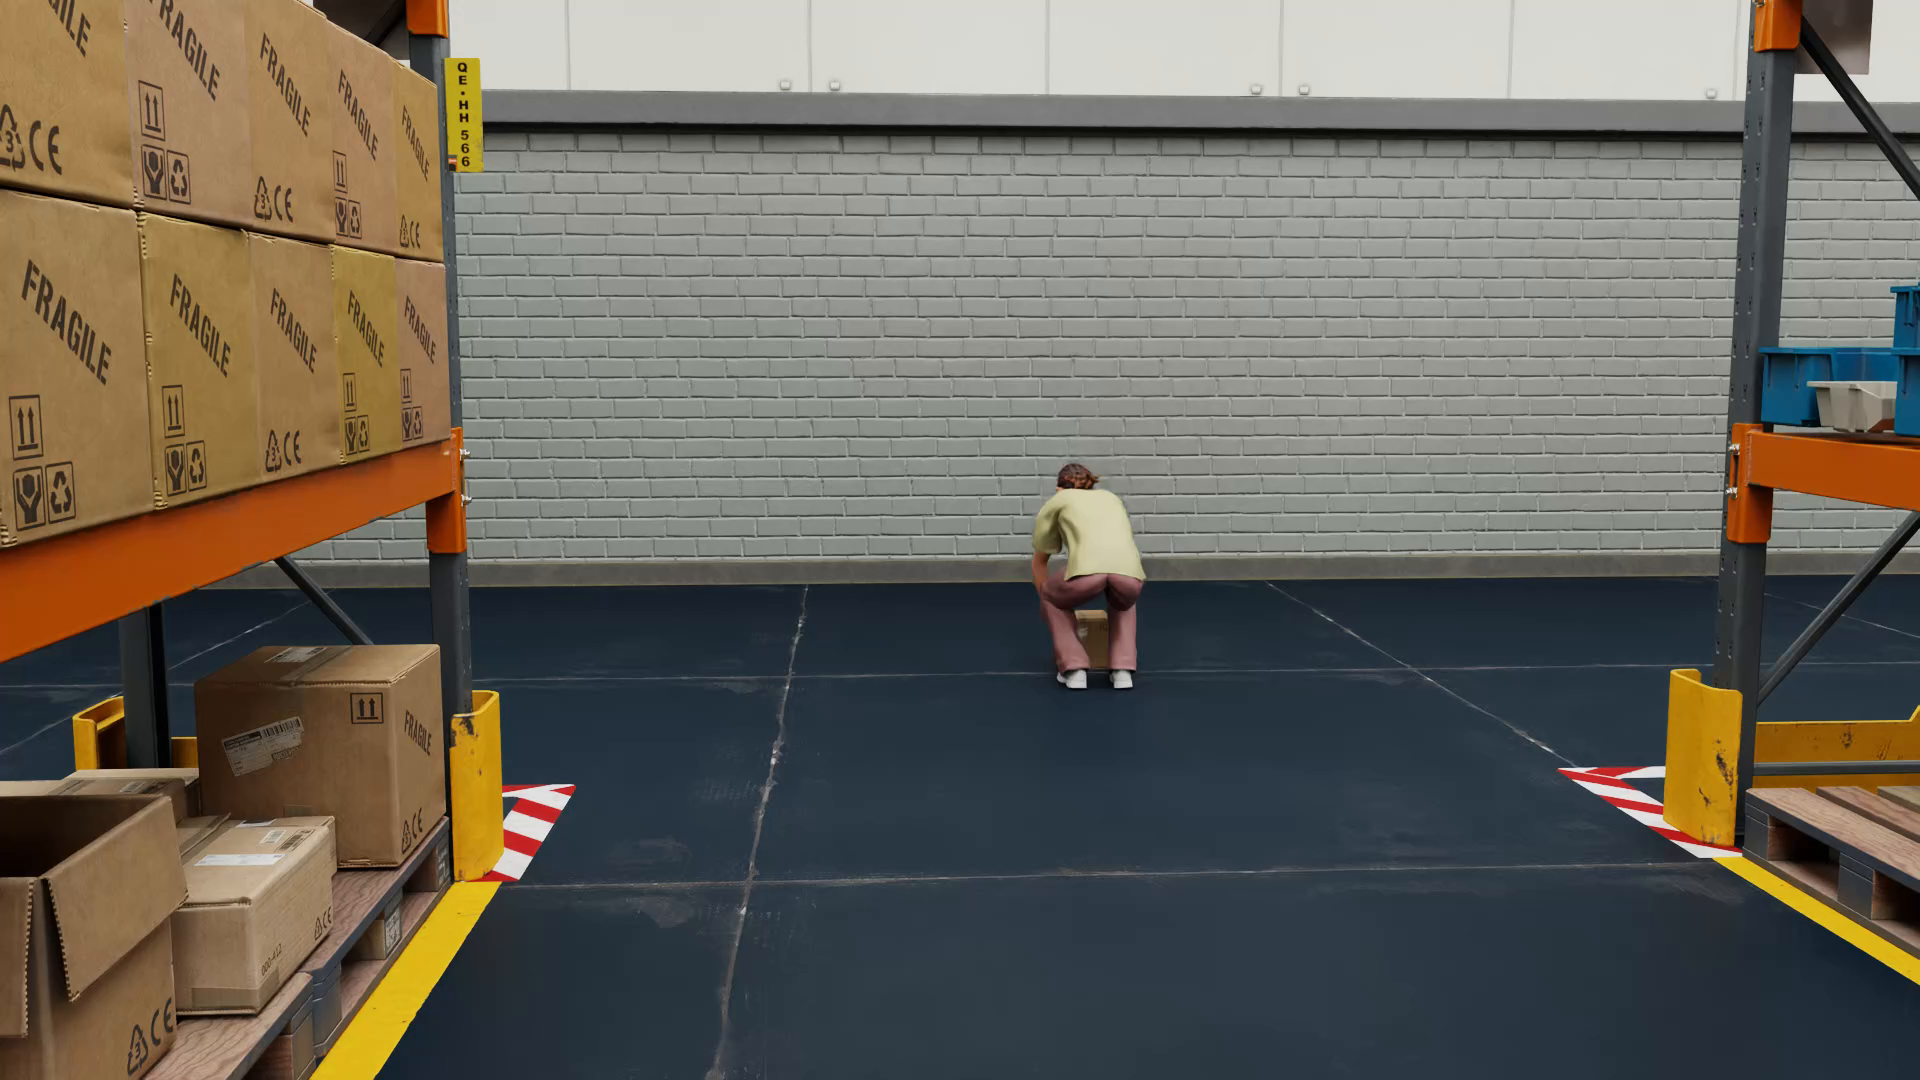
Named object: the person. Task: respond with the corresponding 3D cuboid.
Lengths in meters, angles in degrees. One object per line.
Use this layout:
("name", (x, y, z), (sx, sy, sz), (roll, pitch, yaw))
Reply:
("person", (0.592, 0.163, 7.733), (0.494, 0.998, 0.782), (0, 7, -4))
